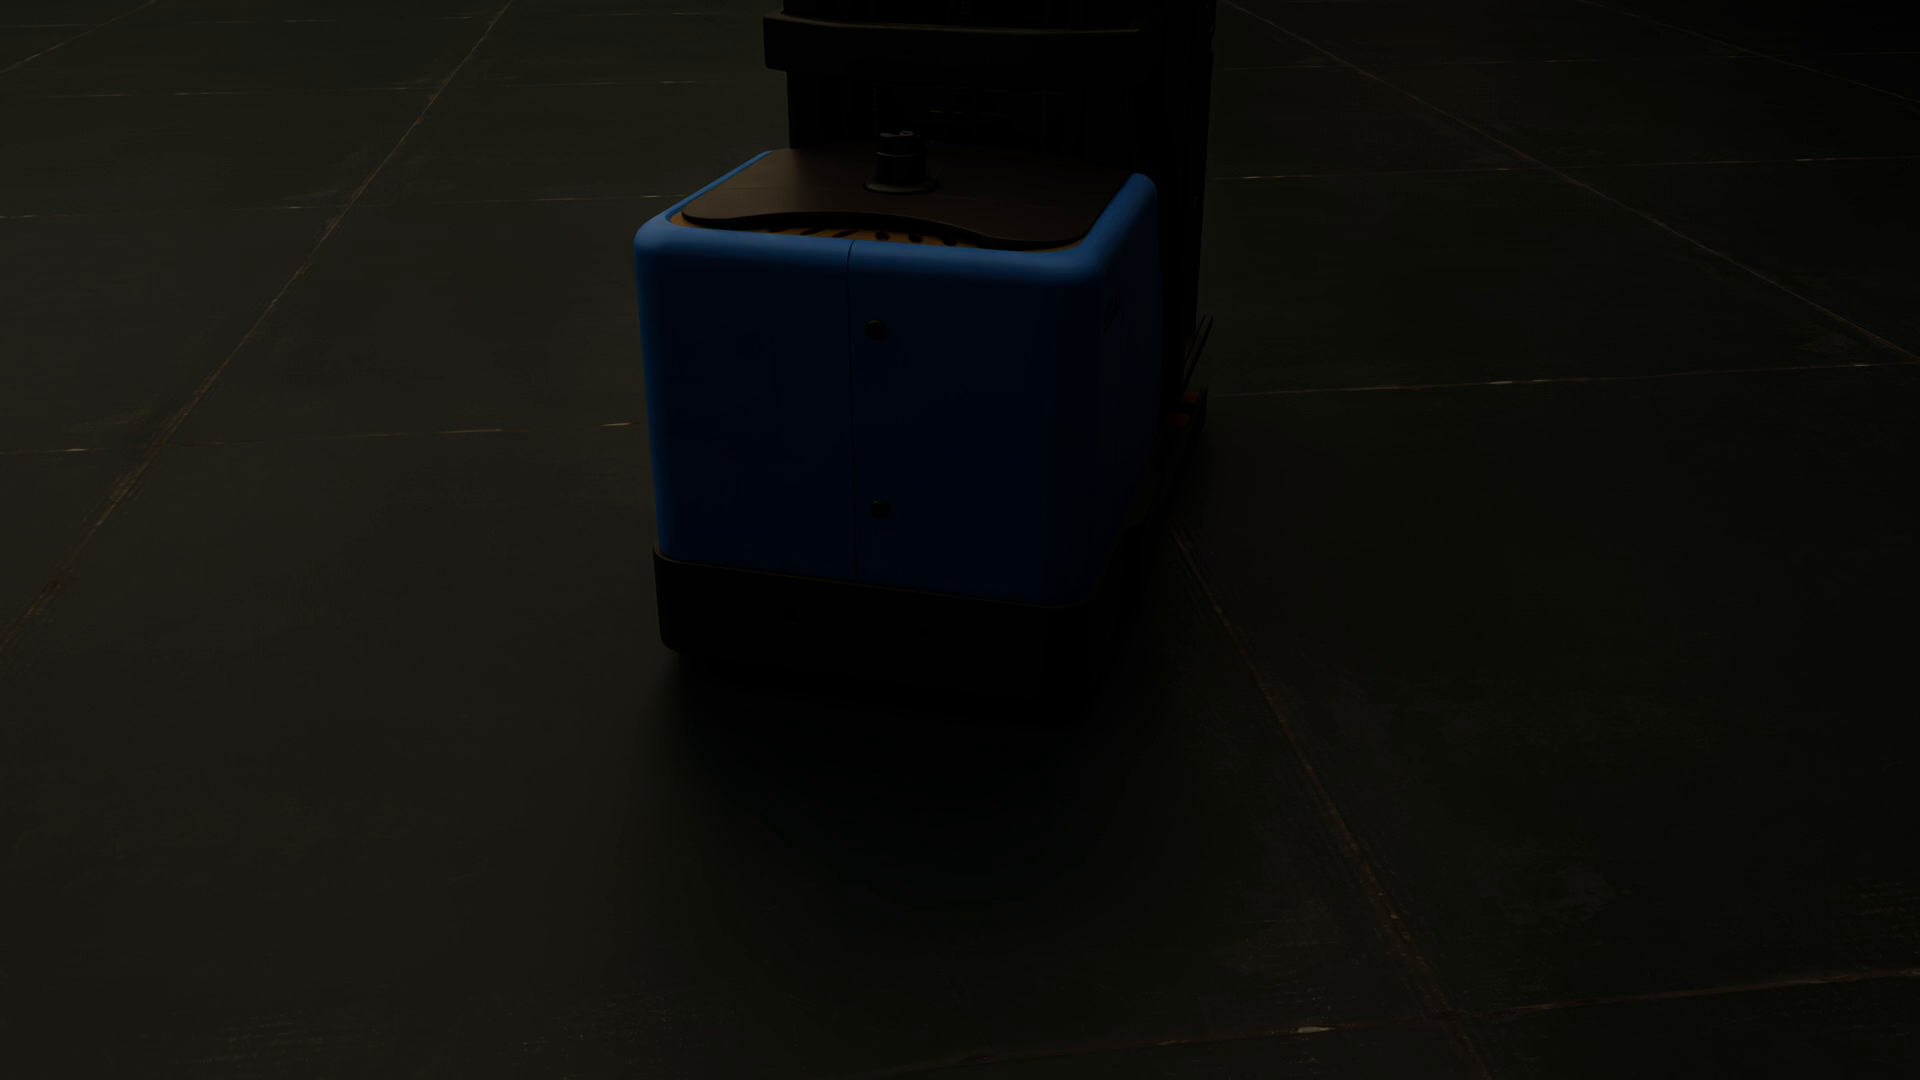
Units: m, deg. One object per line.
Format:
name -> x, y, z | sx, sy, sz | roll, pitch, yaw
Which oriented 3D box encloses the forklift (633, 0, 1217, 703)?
forklift -> 0.156, -1.576, 4.501 | 1.130, 2.935, 3.031 | 7, 27, 13
